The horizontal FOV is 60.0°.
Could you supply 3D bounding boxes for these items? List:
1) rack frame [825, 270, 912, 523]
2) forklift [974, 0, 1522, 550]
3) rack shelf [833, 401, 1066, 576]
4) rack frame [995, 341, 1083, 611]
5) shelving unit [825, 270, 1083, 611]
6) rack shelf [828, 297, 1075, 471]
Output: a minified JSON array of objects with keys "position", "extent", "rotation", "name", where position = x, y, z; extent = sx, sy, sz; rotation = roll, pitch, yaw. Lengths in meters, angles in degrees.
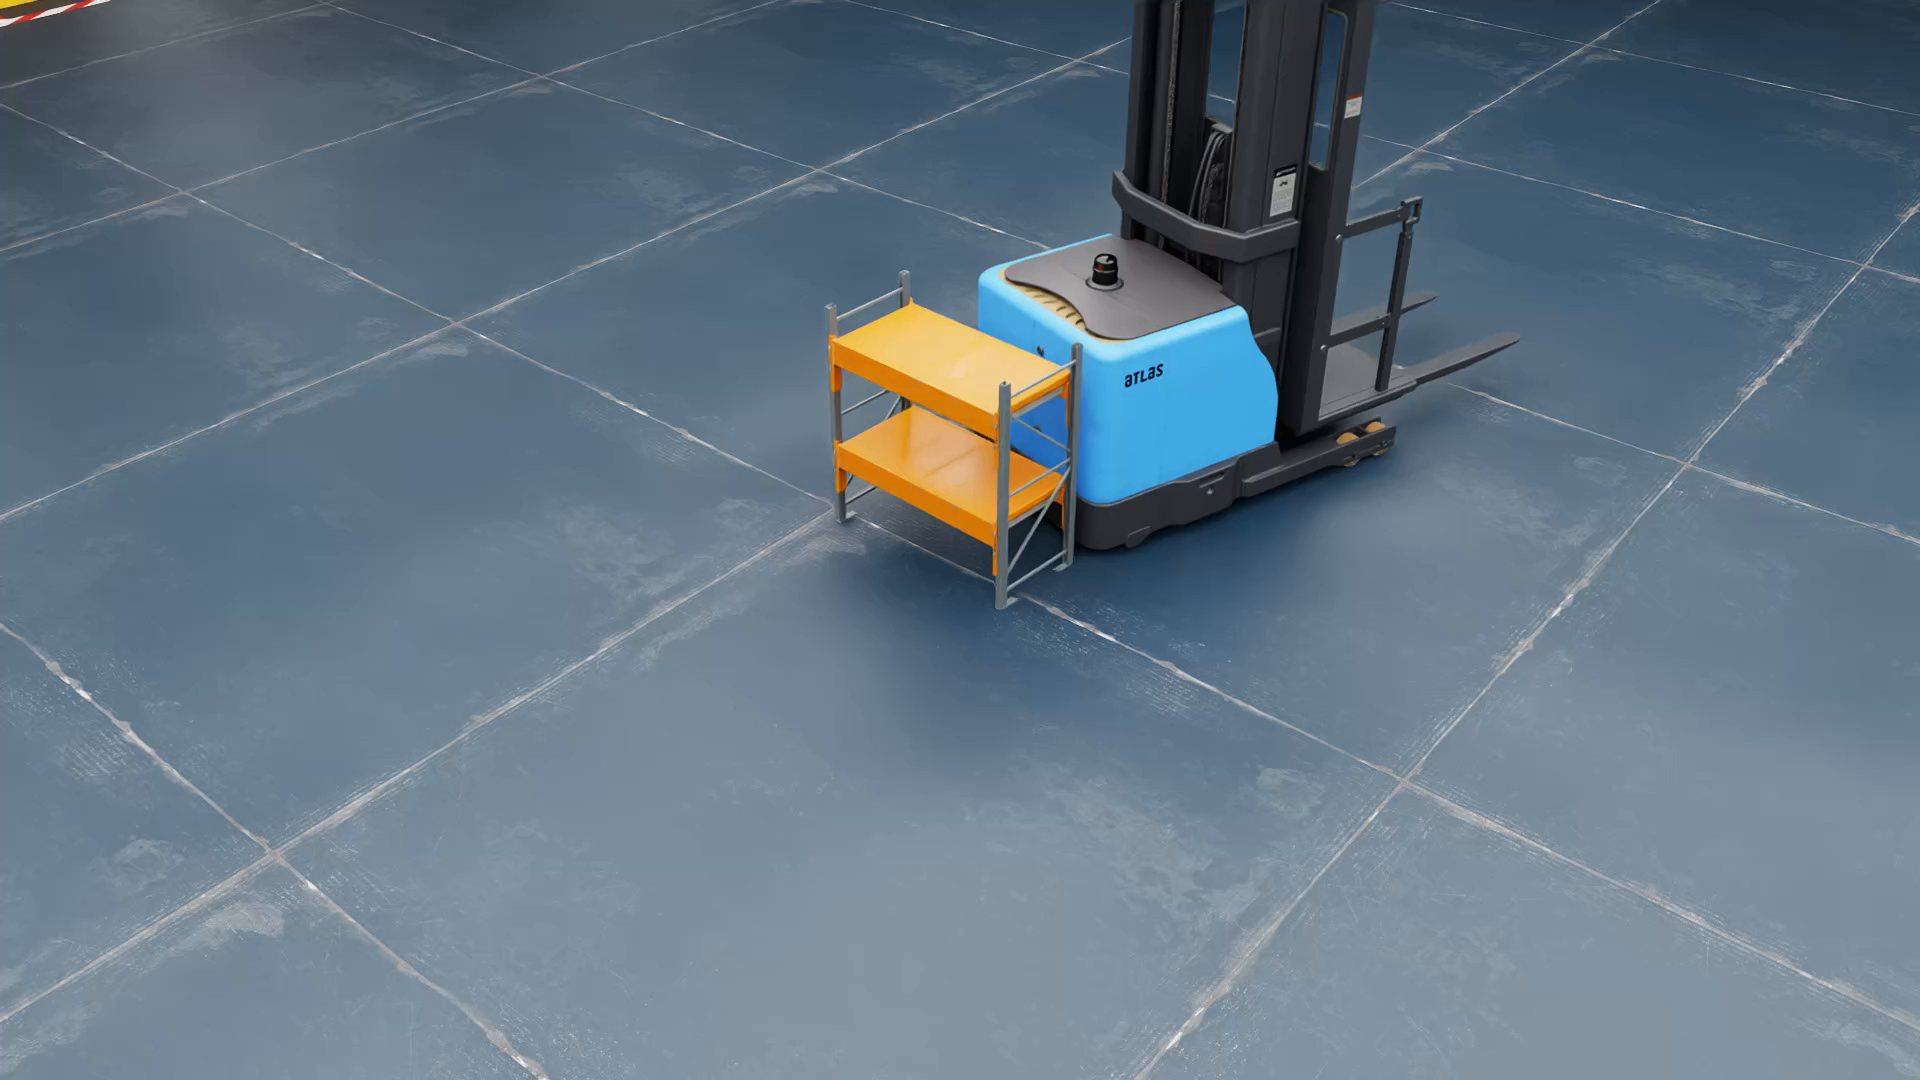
[{"position":[-0.409,-0.652,7.706],"extent":[0.032,1.125,0.500],"rotation":[28,43,34],"name":"rack frame"},{"position":[1.581,-1.802,7.785],"extent":[3.031,2.935,1.130],"rotation":[-21,39,-27],"name":"forklift"},{"position":[-0.037,-0.255,7.560],"extent":[1.000,0.278,0.538],"rotation":[28,43,34],"name":"rack shelf"},{"position":[0.336,-0.261,7.136],"extent":[0.032,1.125,0.500],"rotation":[28,43,34],"name":"rack frame"},{"position":[-0.037,-0.457,7.421],"extent":[1.048,1.125,0.538],"rotation":[28,43,34],"name":"shelving unit"},{"position":[-0.037,-0.698,7.256],"extent":[1.000,0.278,0.538],"rotation":[28,43,34],"name":"rack shelf"}]
